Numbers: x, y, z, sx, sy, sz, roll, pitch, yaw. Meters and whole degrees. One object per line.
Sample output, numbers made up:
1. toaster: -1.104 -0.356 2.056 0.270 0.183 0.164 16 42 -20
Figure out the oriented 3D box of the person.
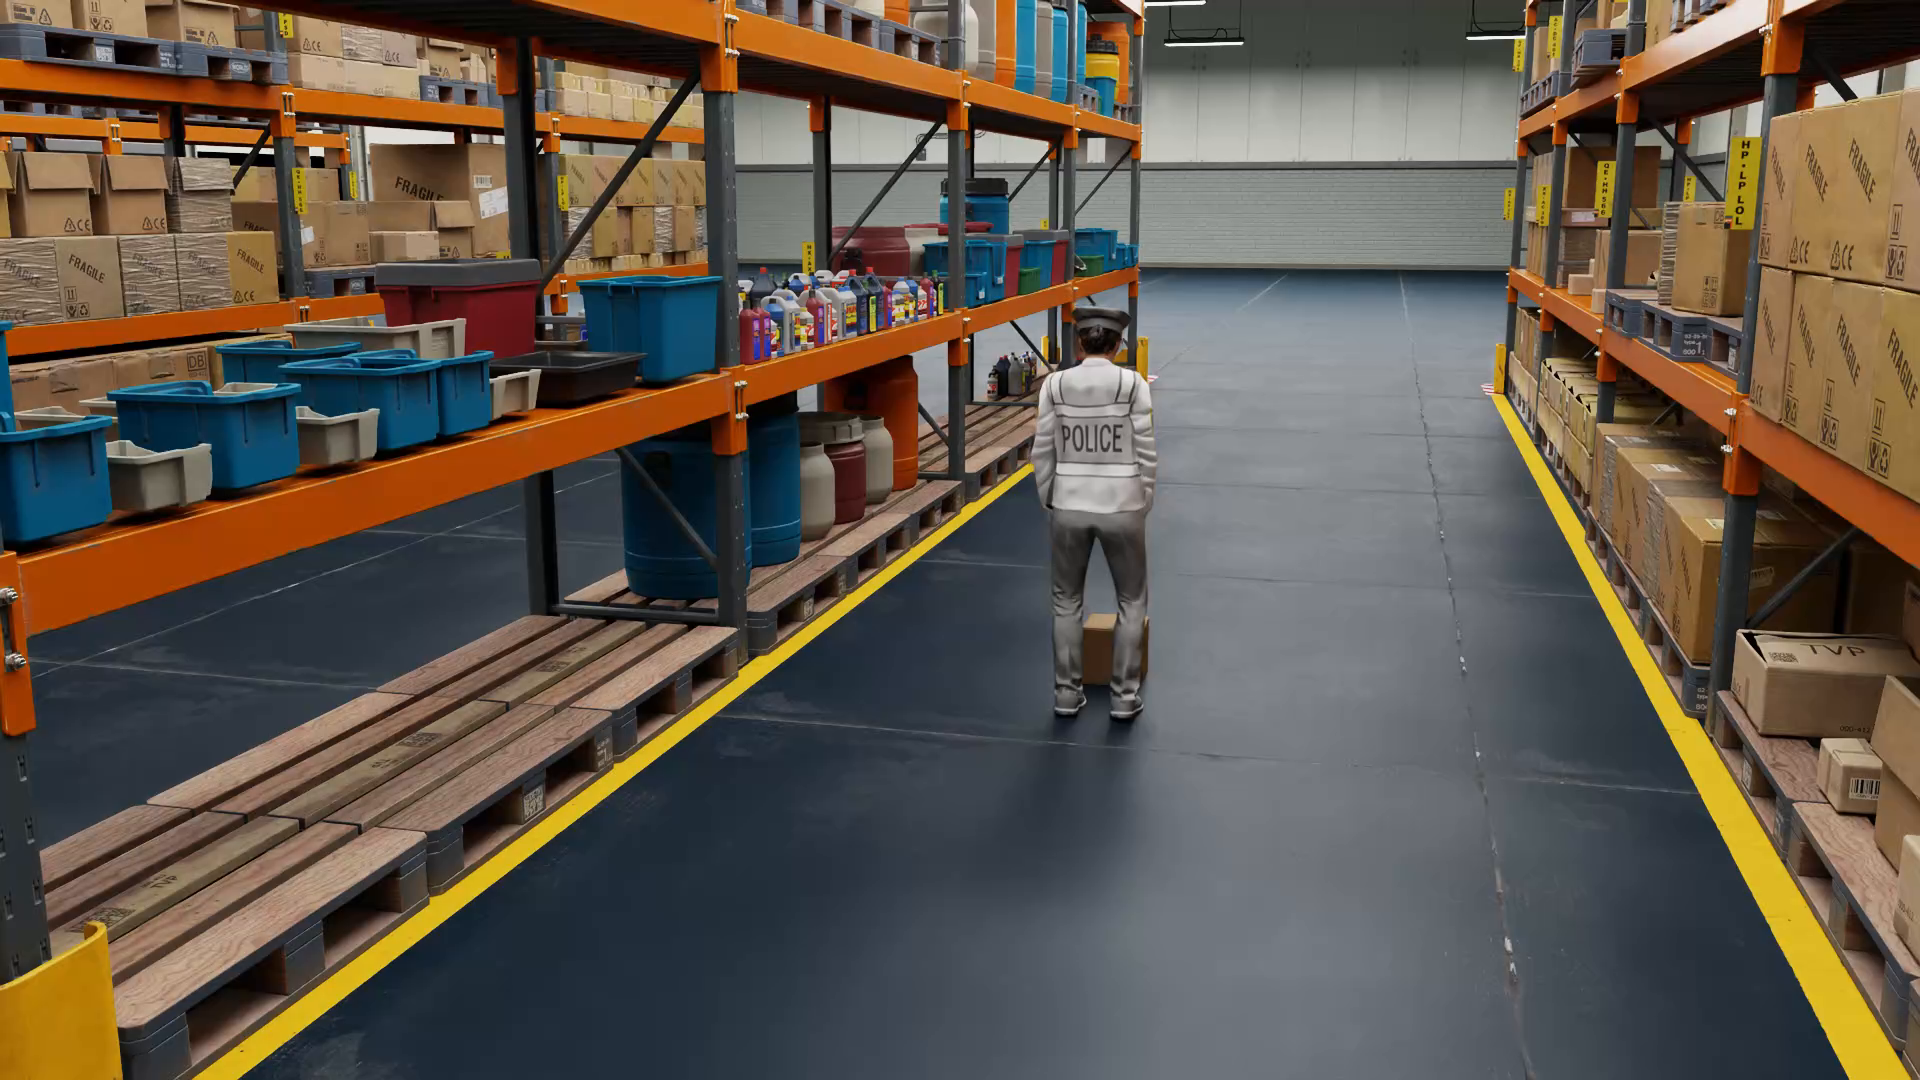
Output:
1. person: 0.529 -0.103 6.579 0.500 1.627 0.445 3 12 15
